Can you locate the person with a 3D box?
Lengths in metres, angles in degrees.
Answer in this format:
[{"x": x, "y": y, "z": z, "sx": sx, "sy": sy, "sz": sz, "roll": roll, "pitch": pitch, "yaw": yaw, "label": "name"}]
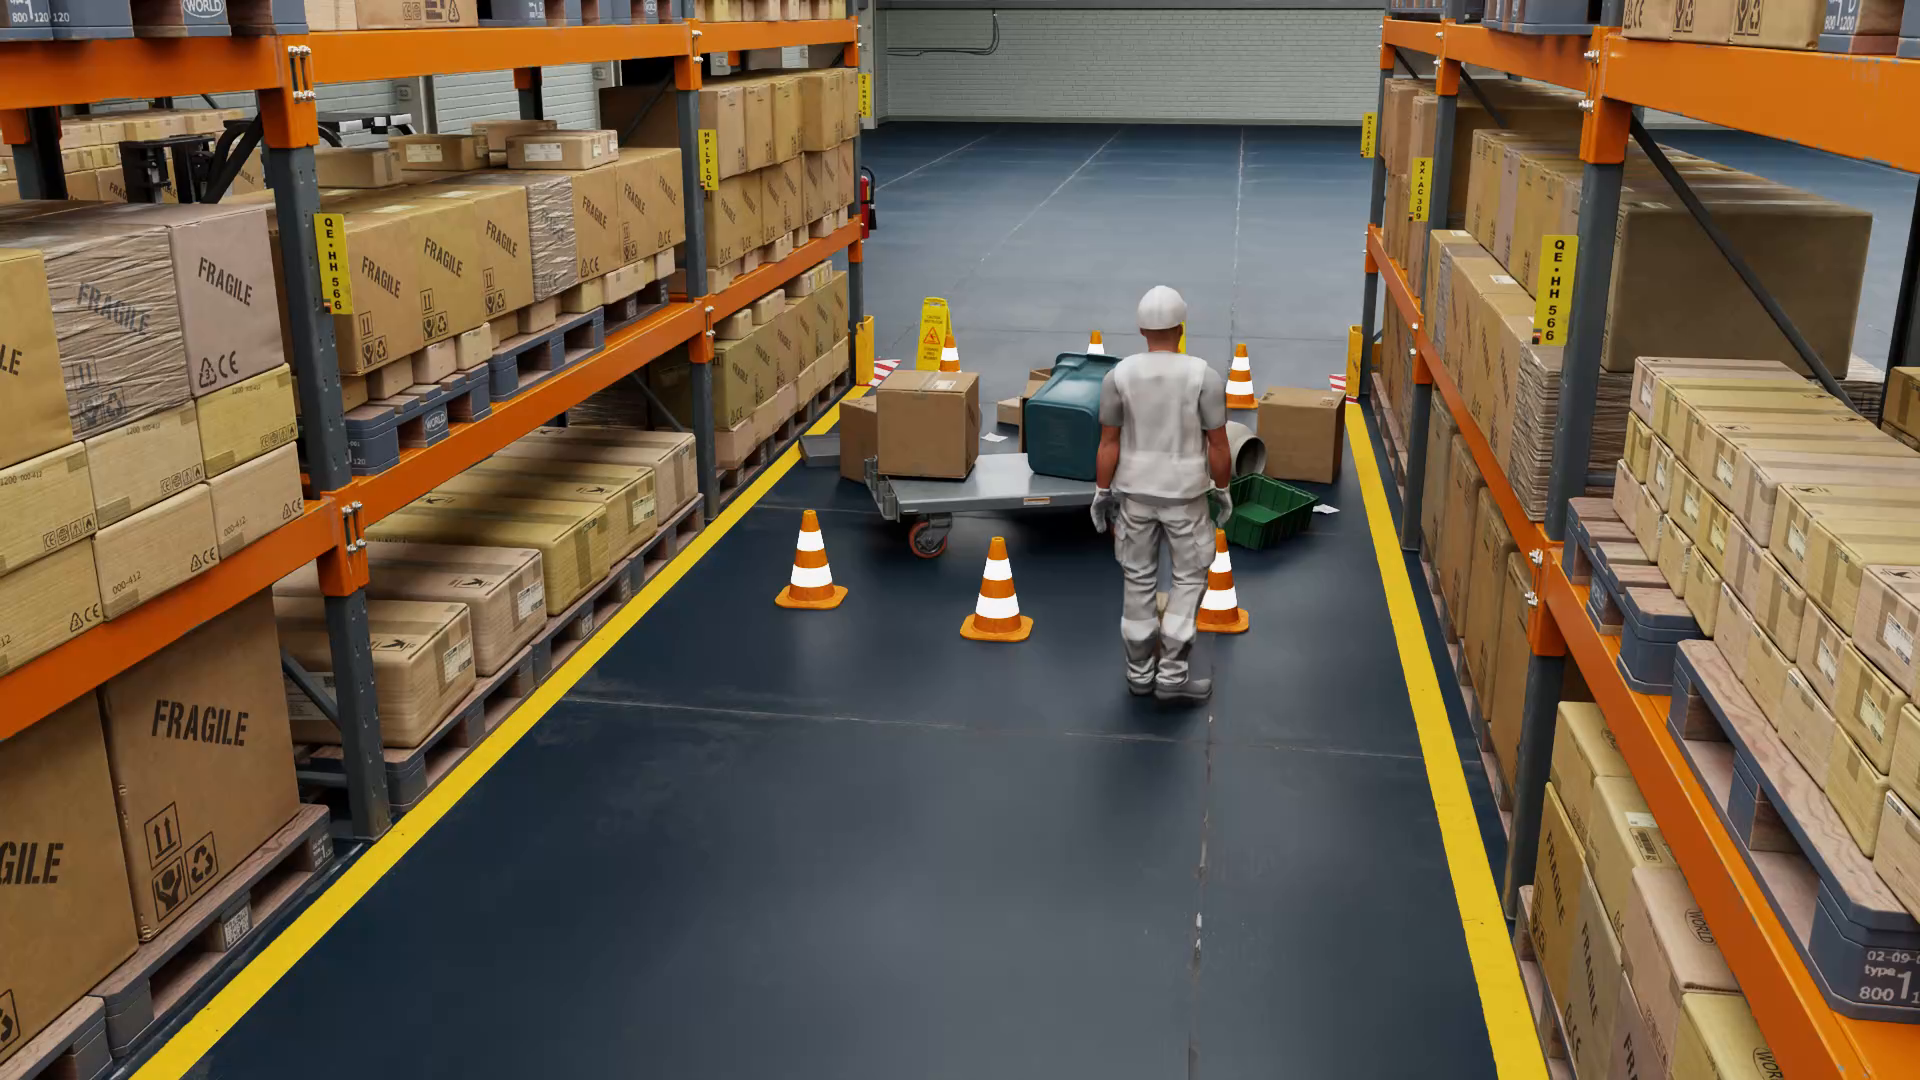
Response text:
[{"x": 0.855, "y": -0.187, "z": 7.057, "sx": 0.590, "sy": 1.793, "sz": 0.441, "roll": 5, "pitch": 18, "yaw": 16, "label": "person"}]
